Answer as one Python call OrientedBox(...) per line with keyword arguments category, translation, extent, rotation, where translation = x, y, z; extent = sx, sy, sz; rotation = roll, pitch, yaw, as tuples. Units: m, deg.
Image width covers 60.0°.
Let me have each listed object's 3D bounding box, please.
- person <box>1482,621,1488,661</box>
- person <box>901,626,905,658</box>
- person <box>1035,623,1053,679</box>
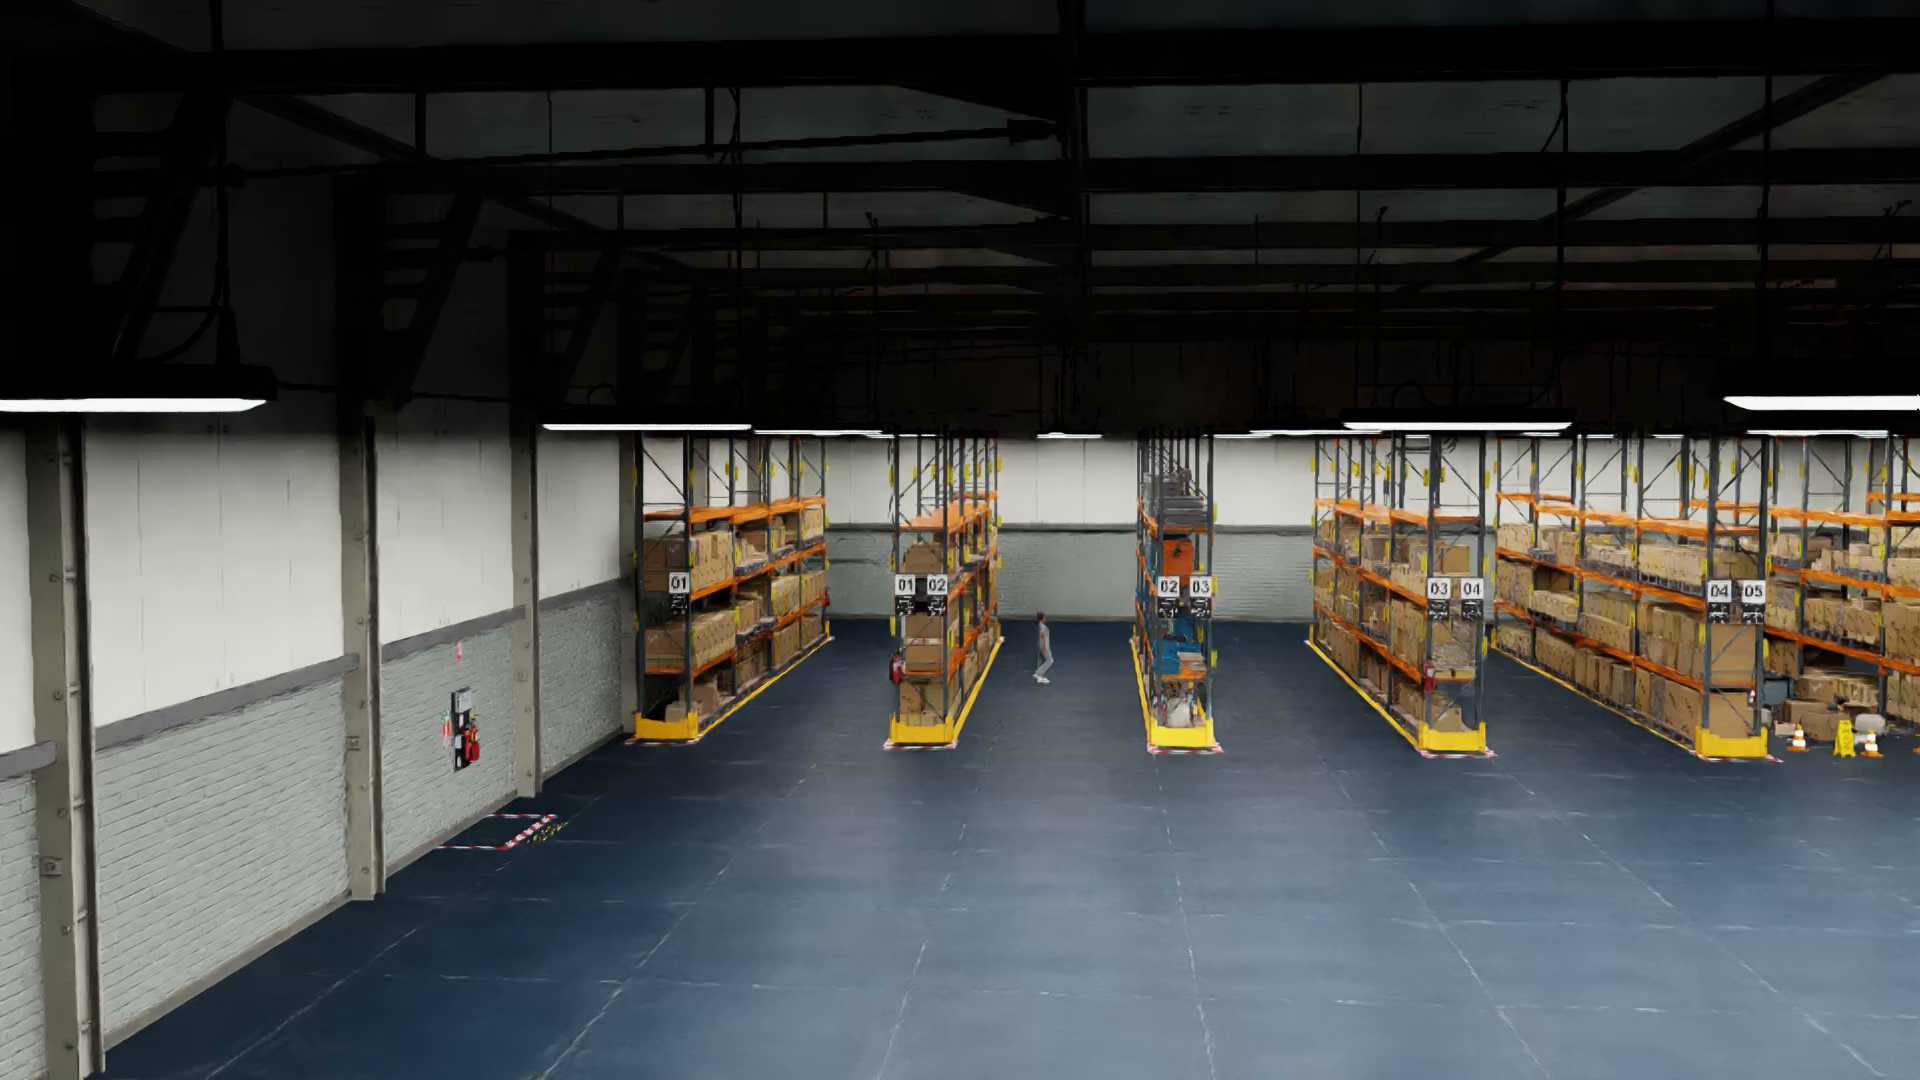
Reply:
OrientedBox(category="person", translation=(12.627, 2.417, 40.602), extent=(0.382, 1.610, 0.439), rotation=(-1, 4, -23))
OrientedBox(category="person", translation=(-1.324, 2.243, 43.476), extent=(0.711, 1.751, 0.680), rotation=(1, 3, 9))
OrientedBox(category="person", translation=(1.933, 2.620, 39.236), extent=(0.413, 1.349, 0.480), rotation=(-1, 4, -21))
